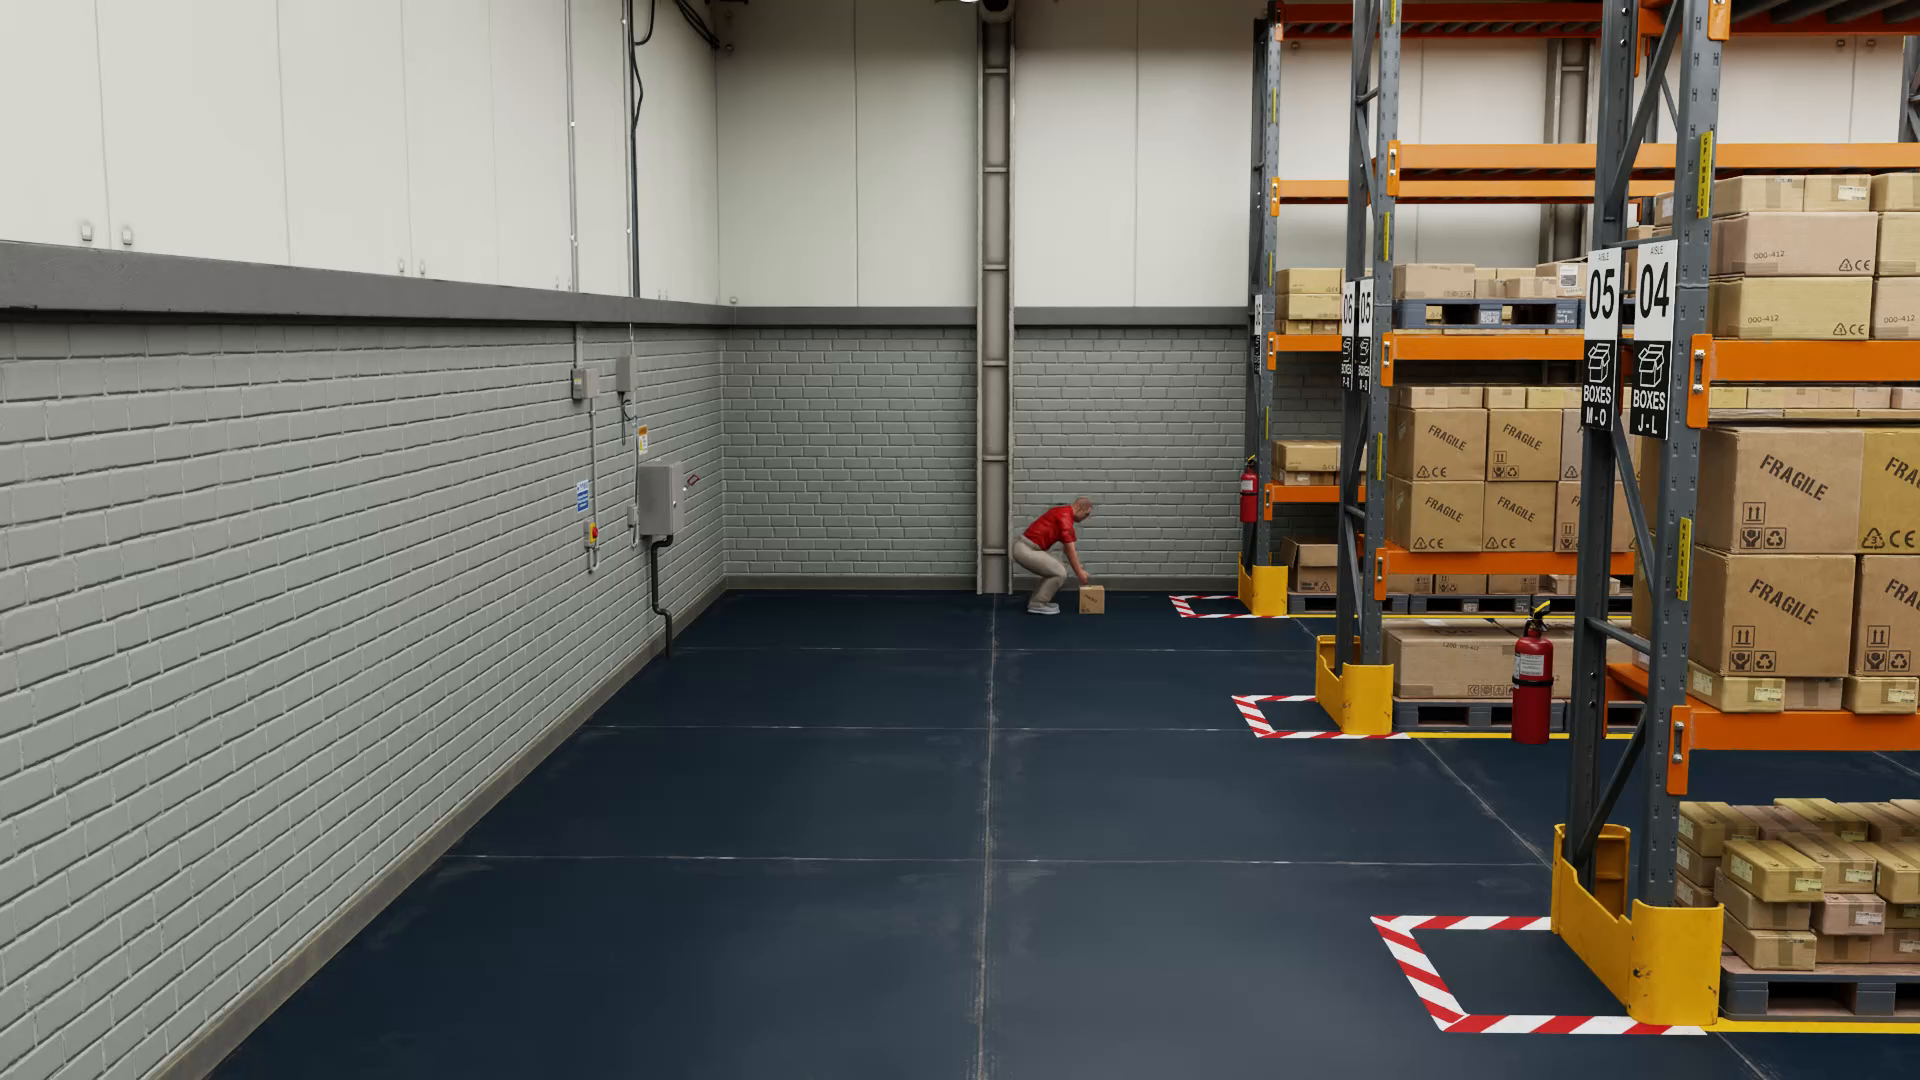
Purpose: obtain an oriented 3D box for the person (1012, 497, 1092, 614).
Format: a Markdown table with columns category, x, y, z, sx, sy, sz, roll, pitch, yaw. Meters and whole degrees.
| category | x | y | z | sx | sy | sz | roll | pitch | yaw |
| --- | --- | --- | --- | --- | --- | --- | --- | --- | --- |
| person | 0.933 | 0.147 | 16.920 | 0.814 | 1.170 | 0.578 | 0 | 7 | 1 |
